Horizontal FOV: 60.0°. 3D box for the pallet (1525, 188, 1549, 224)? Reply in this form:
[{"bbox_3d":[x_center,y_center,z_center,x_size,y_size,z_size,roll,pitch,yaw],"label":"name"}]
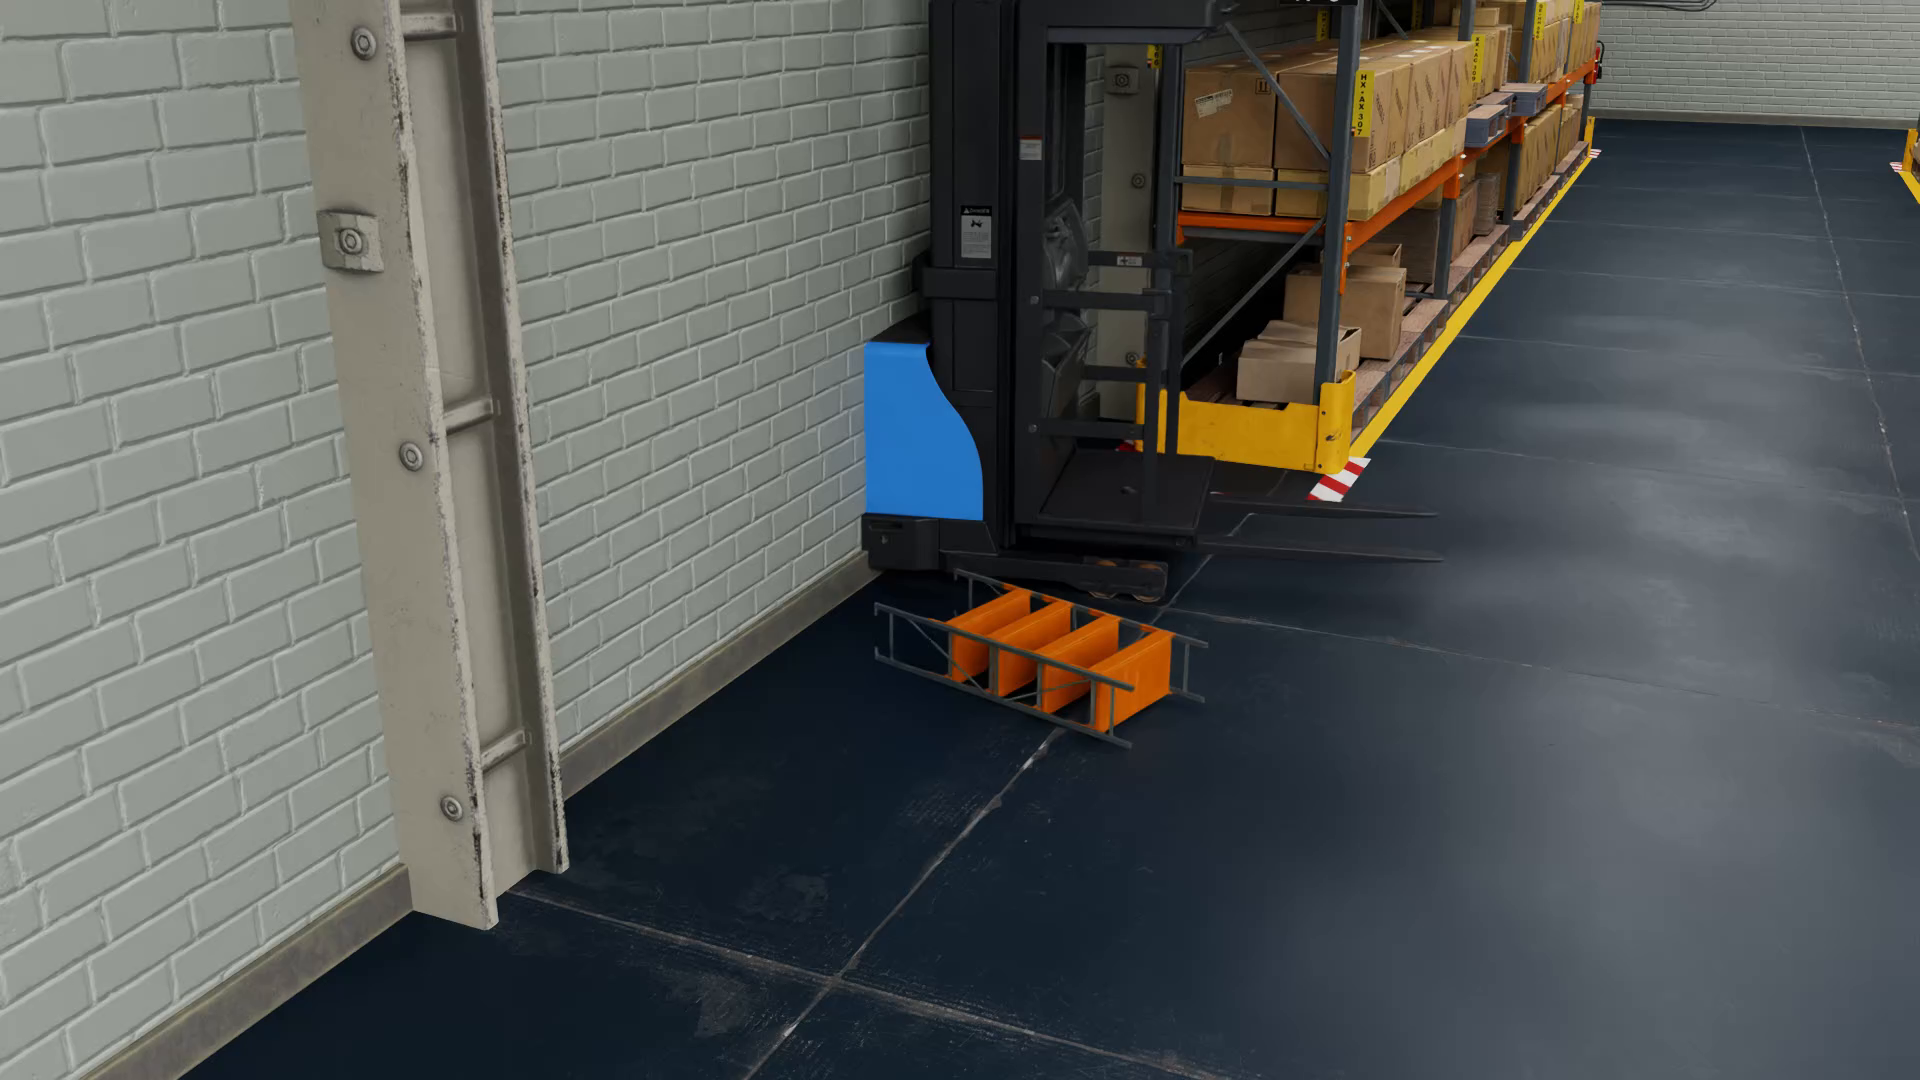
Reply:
[{"bbox_3d":[5.704,-3.603,17.785,1.003,0.211,1.213,9,21,23],"label":"pallet"}]

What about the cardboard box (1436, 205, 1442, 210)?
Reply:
[{"bbox_3d":[3.626,-2.514,13.634,0.700,0.500,0.500,8,21,22],"label":"cardboard box"}]

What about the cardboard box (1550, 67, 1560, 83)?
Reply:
[{"bbox_3d":[6.286,-5.044,18.021,0.380,0.149,0.250,9,21,23],"label":"cardboard box"}]

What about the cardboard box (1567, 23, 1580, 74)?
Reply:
[{"bbox_3d":[6.687,-5.842,19.472,0.980,0.700,0.700,9,21,24],"label":"cardboard box"}]

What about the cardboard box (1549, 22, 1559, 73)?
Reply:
[{"bbox_3d":[5.877,-5.095,17.197,0.500,0.500,0.500,9,22,24],"label":"cardboard box"}]

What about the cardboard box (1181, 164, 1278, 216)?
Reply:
[{"bbox_3d":[1.550,-1.977,9.246,0.500,0.250,0.500,9,21,23],"label":"cardboard box"}]

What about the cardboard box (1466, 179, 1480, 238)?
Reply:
[{"bbox_3d":[4.247,-2.975,14.933,0.700,0.500,0.500,9,21,23],"label":"cardboard box"}]

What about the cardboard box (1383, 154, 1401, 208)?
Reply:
[{"bbox_3d":[2.225,-2.074,9.518,0.500,0.250,0.500,8,21,21],"label":"cardboard box"}]

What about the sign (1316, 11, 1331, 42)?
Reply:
[{"bbox_3d":[2.666,-3.712,12.203,0.100,0.325,0.005,9,21,23],"label":"sign"}]

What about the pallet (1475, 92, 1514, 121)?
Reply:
[{"bbox_3d":[4.038,-3.614,13.939,1.003,0.211,1.213,9,21,23],"label":"pallet"}]

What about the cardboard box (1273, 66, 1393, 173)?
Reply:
[{"bbox_3d":[2.005,-2.266,8.938,0.500,0.500,0.500,9,21,23],"label":"cardboard box"}]

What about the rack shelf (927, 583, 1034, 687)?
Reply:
[{"bbox_3d":[0.083,0.366,6.484,0.148,0.258,0.480,16,25,36],"label":"rack shelf"}]

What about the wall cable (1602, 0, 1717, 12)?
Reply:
[{"bbox_3d":[10.730,-9.804,26.740,3.097,2.526,0.112,9,21,23],"label":"wall cable"}]

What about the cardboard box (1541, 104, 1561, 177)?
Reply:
[{"bbox_3d":[6.302,-4.506,18.744,0.750,0.750,0.750,9,21,23],"label":"cardboard box"}]

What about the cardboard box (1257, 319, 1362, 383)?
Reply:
[{"bbox_3d":[2.135,-1.183,10.175,0.500,0.311,0.500,11,22,27],"label":"cardboard box"}]

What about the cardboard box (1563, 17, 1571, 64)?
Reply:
[{"bbox_3d":[6.491,-5.558,18.499,0.500,0.500,0.500,8,21,22],"label":"cardboard box"}]

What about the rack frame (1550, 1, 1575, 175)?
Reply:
[{"bbox_3d":[6.450,-5.537,19.063,1.000,3.000,0.127,9,21,23],"label":"rack frame"}]

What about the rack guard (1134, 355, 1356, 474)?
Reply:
[{"bbox_3d":[1.567,-0.715,9.232,1.175,0.500,0.348,9,21,23],"label":"rack guard"}]

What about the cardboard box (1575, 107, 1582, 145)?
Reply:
[{"bbox_3d":[7.892,-5.553,22.209,0.700,0.500,0.500,9,21,23],"label":"cardboard box"}]

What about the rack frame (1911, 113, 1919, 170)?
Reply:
[{"bbox_3d":[12.608,-6.082,20.593,1.000,3.000,0.127,9,21,23],"label":"rack frame"}]

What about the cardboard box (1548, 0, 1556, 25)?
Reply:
[{"bbox_3d":[5.653,-5.286,16.613,0.500,0.250,0.500,9,21,23],"label":"cardboard box"}]

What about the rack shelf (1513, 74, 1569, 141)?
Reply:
[{"bbox_3d":[5.631,-4.587,17.464,1.077,0.370,4.000,9,21,23],"label":"rack shelf"}]

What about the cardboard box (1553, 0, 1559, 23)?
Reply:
[{"bbox_3d":[5.857,-5.443,17.054,0.500,0.250,0.500,8,21,22],"label":"cardboard box"}]

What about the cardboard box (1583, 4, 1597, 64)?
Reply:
[{"bbox_3d":[7.600,-6.520,21.379,0.980,0.700,0.700,8,21,22],"label":"cardboard box"}]

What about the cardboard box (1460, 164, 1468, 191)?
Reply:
[{"bbox_3d":[4.068,-3.147,14.295,0.500,0.250,0.500,8,21,22],"label":"cardboard box"}]

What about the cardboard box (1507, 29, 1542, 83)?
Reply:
[{"bbox_3d":[5.244,-4.625,15.873,0.500,0.500,0.500,9,22,24],"label":"cardboard box"}]

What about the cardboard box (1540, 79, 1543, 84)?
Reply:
[{"bbox_3d":[5.890,-4.824,17.403,0.380,0.149,0.250,9,22,24],"label":"cardboard box"}]

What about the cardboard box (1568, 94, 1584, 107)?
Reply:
[{"bbox_3d":[8.006,-5.794,21.920,0.380,0.149,0.250,8,21,22],"label":"cardboard box"}]

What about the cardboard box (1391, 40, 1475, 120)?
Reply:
[{"bbox_3d":[3.262,-3.197,11.557,0.500,0.500,0.500,8,21,23],"label":"cardboard box"}]

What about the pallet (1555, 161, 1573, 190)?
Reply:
[{"bbox_3d":[6.832,-4.445,20.153,1.003,0.211,1.213,9,21,23],"label":"pallet"}]

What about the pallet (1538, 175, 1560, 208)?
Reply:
[{"bbox_3d":[6.202,-3.977,18.838,1.003,0.211,1.213,9,21,23],"label":"pallet"}]

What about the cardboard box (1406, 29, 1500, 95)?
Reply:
[{"bbox_3d":[4.138,-4.040,14.047,0.700,0.500,0.500,9,21,23],"label":"cardboard box"}]

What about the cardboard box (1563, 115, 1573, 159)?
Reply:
[{"bbox_3d":[7.270,-5.082,20.885,0.700,0.500,0.500,9,22,24],"label":"cardboard box"}]

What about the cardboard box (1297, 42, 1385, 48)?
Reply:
[{"bbox_3d":[2.575,-3.111,11.316,0.500,0.500,0.500,8,21,22],"label":"cardboard box"}]

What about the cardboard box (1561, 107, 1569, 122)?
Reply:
[{"bbox_3d":[7.156,-5.157,20.130,0.380,0.149,0.250,9,22,25],"label":"cardboard box"}]

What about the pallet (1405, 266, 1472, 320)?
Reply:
[{"bbox_3d":[3.491,-2.016,13.323,1.003,0.211,1.213,9,21,23],"label":"pallet"}]

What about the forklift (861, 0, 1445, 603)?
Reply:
[{"bbox_3d":[0.652,-1.304,7.263,3.031,2.935,1.130,4,20,12],"label":"forklift"}]

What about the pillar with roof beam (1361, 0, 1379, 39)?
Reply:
[{"bbox_3d":[7.418,-6.272,12.175,9.100,9.000,0.400,9,21,23],"label":"pillar with roof beam"}]

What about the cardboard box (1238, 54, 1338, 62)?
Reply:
[{"bbox_3d":[1.958,-2.646,10.006,0.500,0.500,0.500,8,21,21],"label":"cardboard box"}]

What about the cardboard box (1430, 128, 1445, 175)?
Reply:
[{"bbox_3d":[2.853,-2.537,10.820,0.500,0.250,0.500,8,21,22],"label":"cardboard box"}]

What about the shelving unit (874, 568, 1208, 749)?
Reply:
[{"bbox_3d":[0.288,0.424,6.326,1.200,0.258,0.503,16,25,36],"label":"shelving unit"}]

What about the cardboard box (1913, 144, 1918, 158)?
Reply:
[{"bbox_3d":[12.021,-4.797,20.552,0.380,0.166,0.250,9,21,23],"label":"cardboard box"}]

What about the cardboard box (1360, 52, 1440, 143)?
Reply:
[{"bbox_3d":[2.635,-2.732,10.249,0.500,0.500,0.500,9,22,24],"label":"cardboard box"}]

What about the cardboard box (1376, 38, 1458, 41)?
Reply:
[{"bbox_3d":[3.413,-3.497,12.520,0.700,0.500,0.500,9,21,23],"label":"cardboard box"}]

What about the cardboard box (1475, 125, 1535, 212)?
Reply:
[{"bbox_3d":[5.232,-3.706,16.496,0.750,0.750,0.750,8,21,22],"label":"cardboard box"}]

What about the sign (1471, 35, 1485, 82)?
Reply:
[{"bbox_3d":[3.672,-3.428,11.838,0.100,0.325,0.005,9,21,23],"label":"sign"}]

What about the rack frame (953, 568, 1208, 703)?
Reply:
[{"bbox_3d":[0.443,0.361,6.504,1.200,0.240,0.015,16,25,36],"label":"rack frame"}]
